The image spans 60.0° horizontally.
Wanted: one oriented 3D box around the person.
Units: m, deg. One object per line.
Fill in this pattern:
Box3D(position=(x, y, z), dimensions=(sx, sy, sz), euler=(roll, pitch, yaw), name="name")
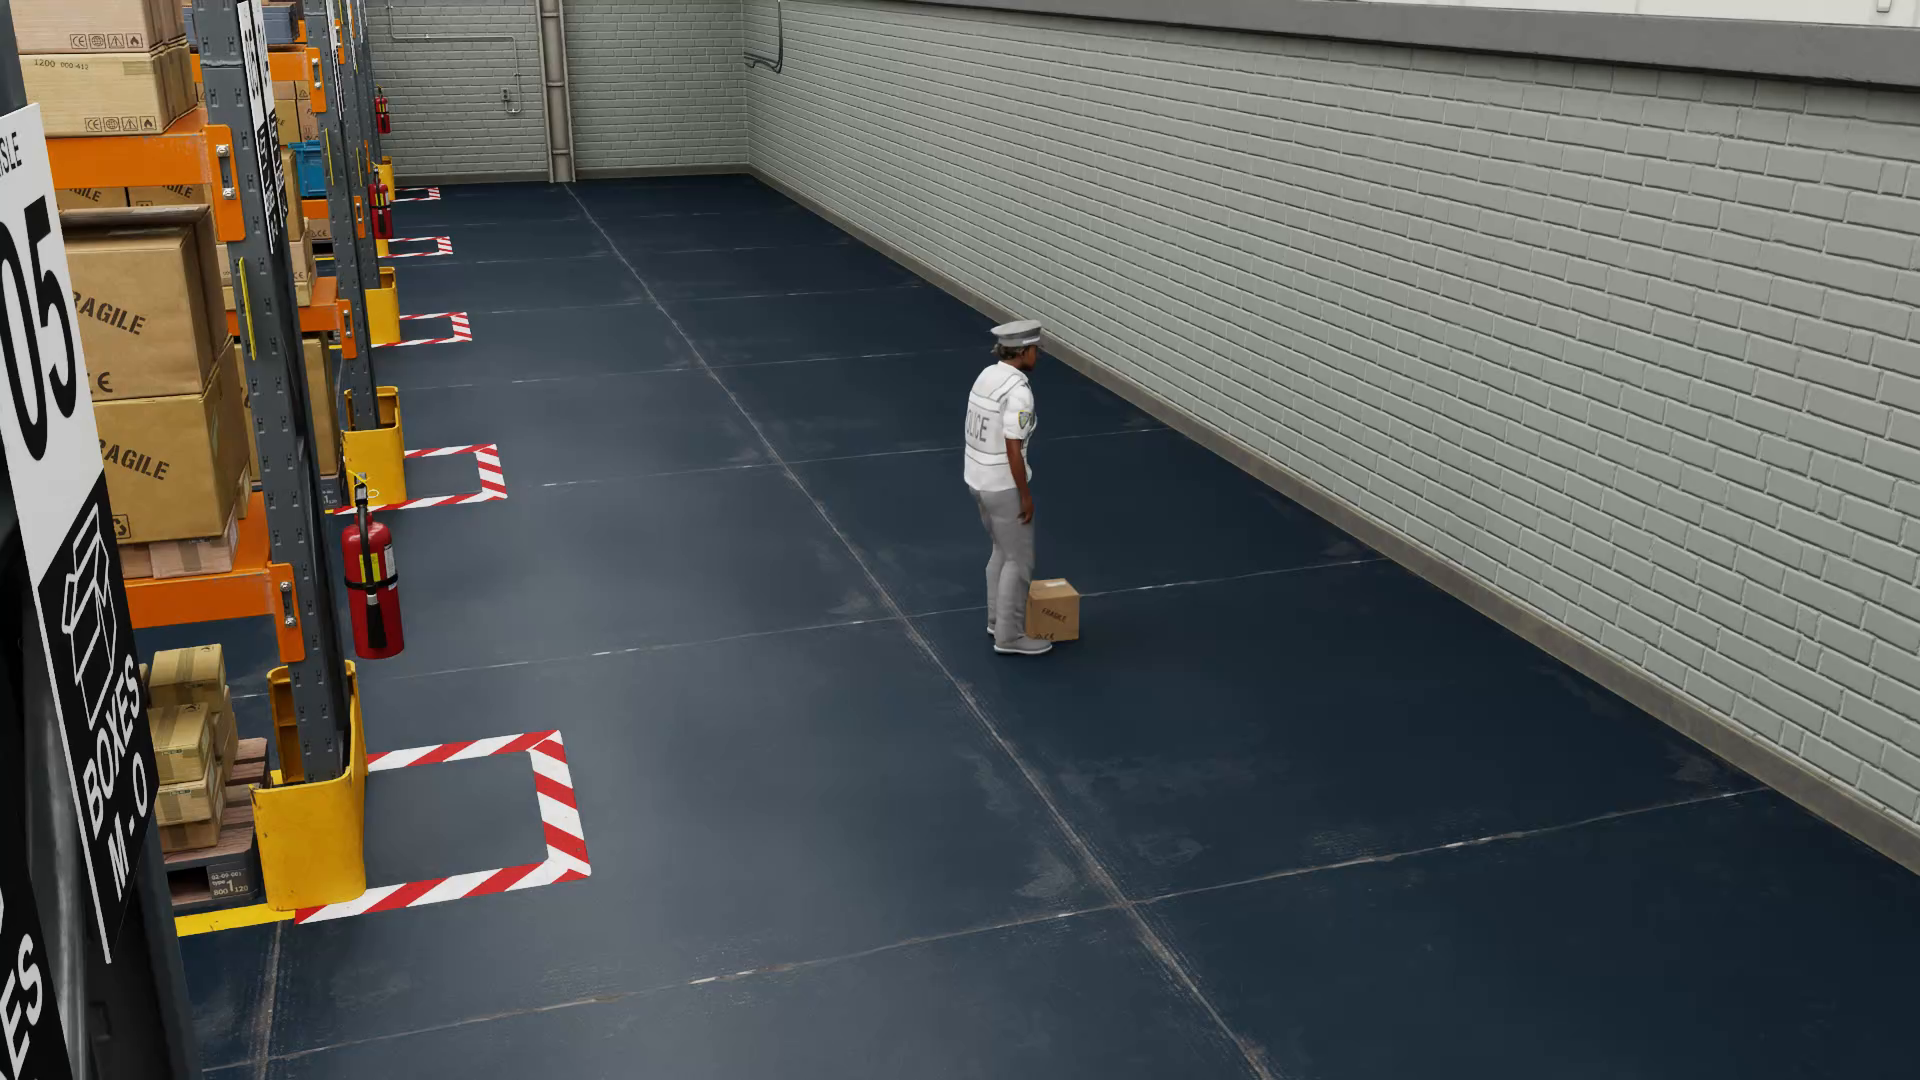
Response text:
Box3D(position=(0.253, -0.274, 8.341), dimensions=(0.420, 1.664, 0.531), euler=(-7, 21, -20), name="person")
